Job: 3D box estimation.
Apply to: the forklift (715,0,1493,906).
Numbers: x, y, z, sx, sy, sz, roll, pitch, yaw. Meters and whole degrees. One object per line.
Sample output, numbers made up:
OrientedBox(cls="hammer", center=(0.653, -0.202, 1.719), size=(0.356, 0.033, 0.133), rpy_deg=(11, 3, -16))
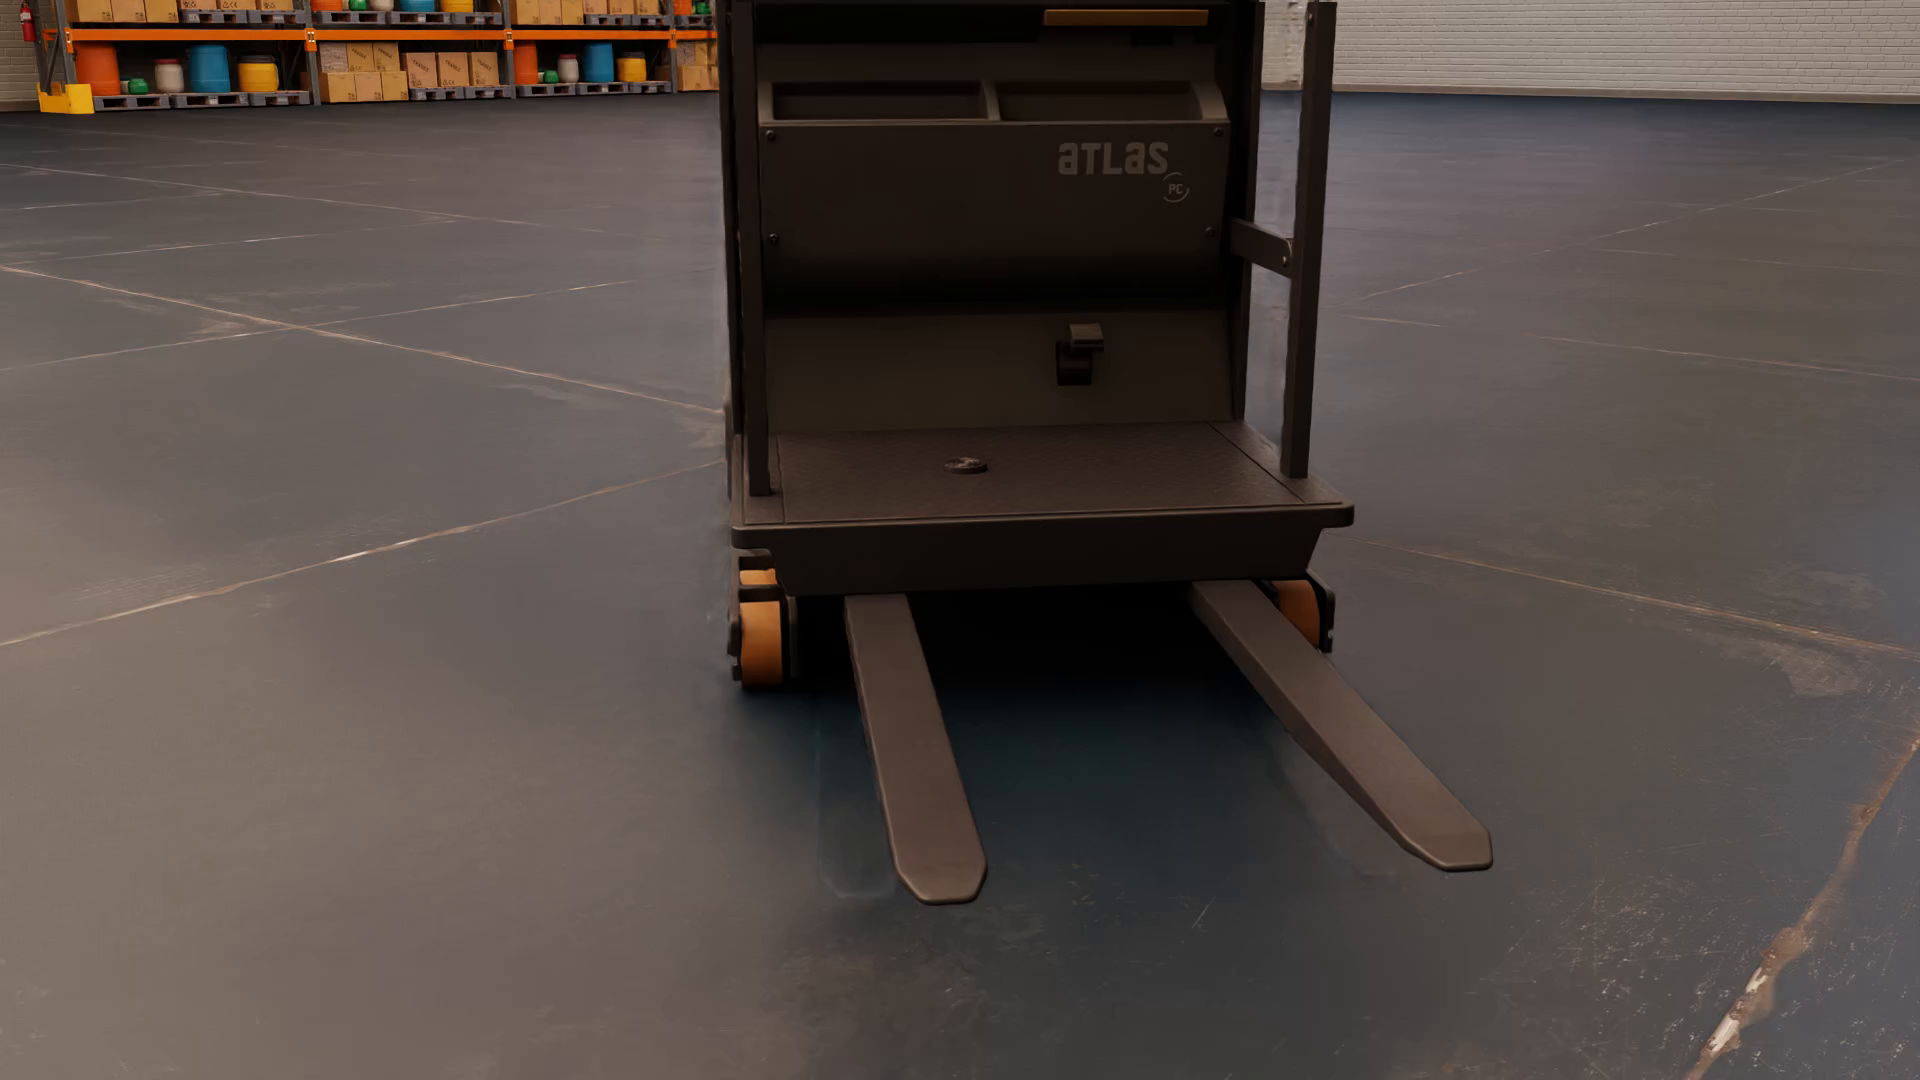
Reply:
OrientedBox(cls="forklift", center=(0.096, -1.235, 2.966), size=(1.130, 2.935, 3.031), rpy_deg=(-2, 17, -7))
